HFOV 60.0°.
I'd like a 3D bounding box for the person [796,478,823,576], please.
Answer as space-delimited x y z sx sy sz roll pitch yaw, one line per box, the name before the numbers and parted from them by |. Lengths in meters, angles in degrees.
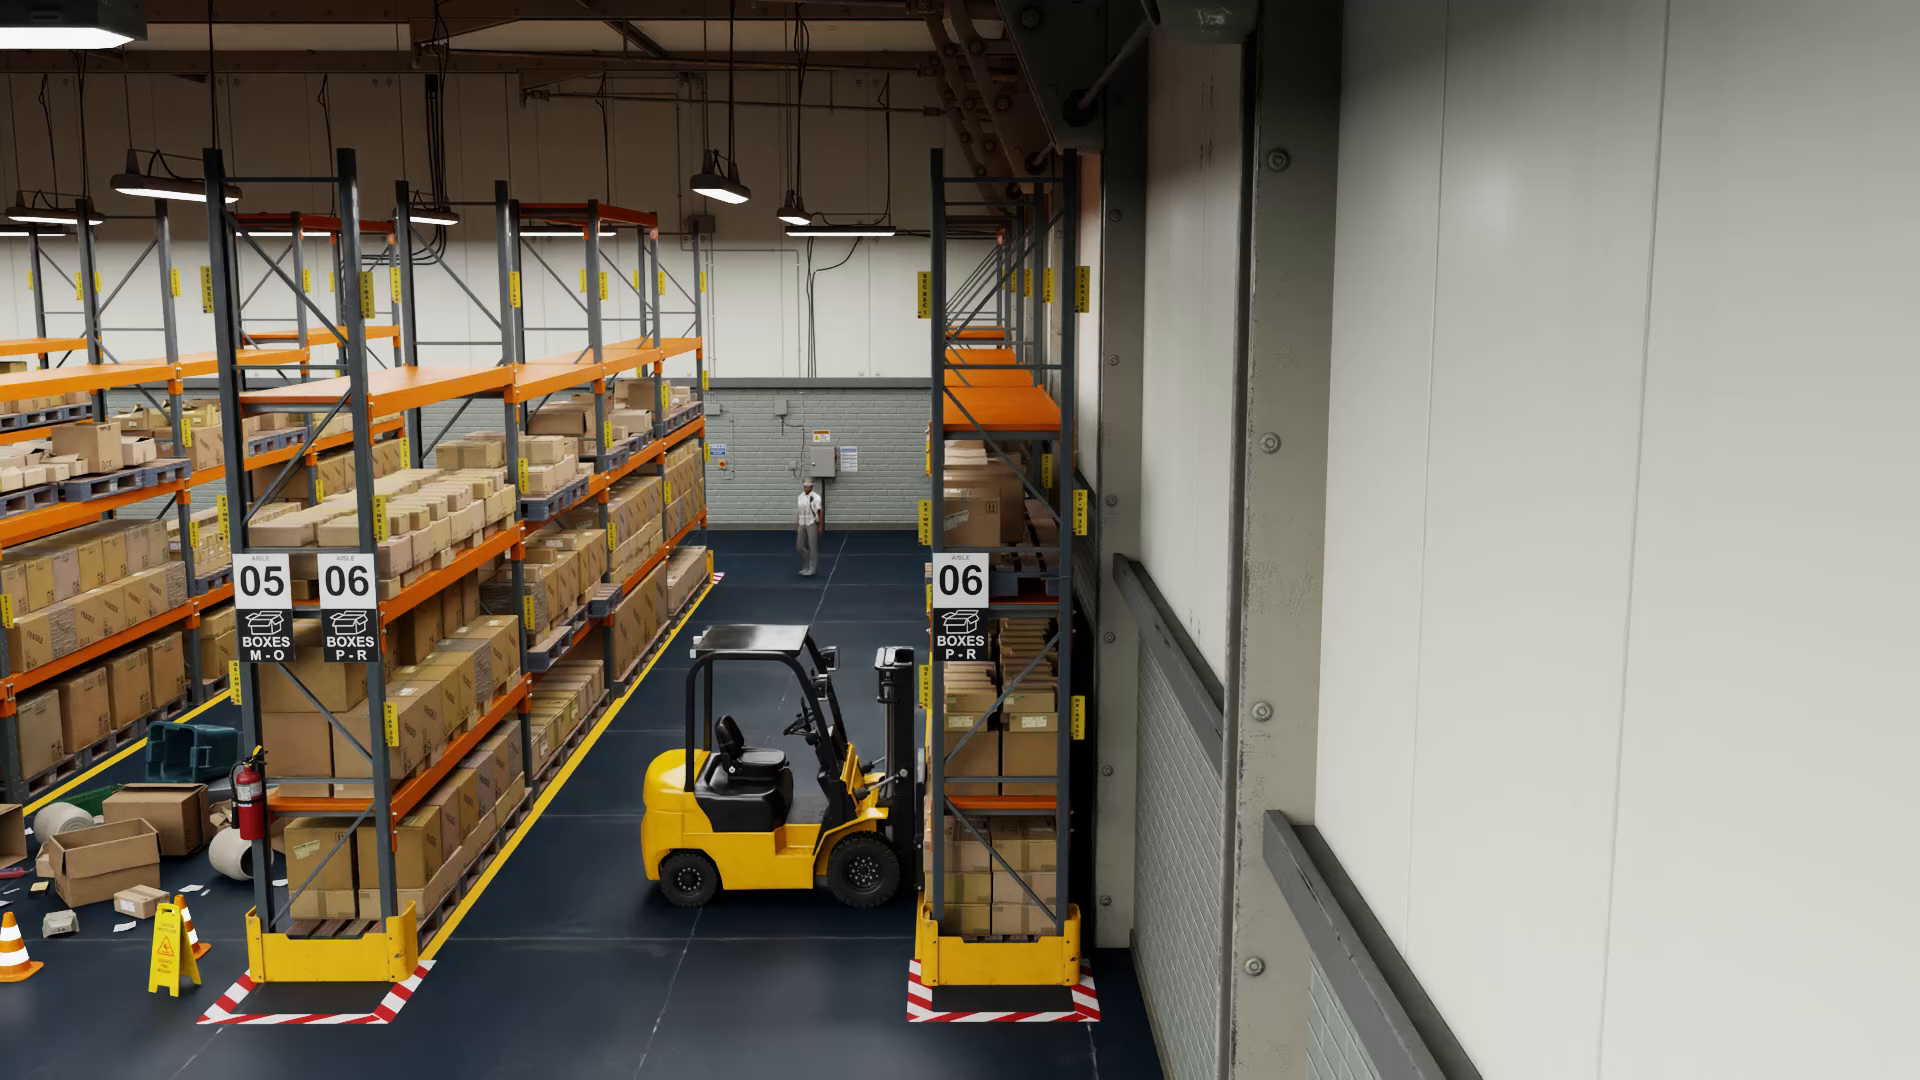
person | -2.599 -0.223 28.658 0.503 1.704 0.398 6 11 33
